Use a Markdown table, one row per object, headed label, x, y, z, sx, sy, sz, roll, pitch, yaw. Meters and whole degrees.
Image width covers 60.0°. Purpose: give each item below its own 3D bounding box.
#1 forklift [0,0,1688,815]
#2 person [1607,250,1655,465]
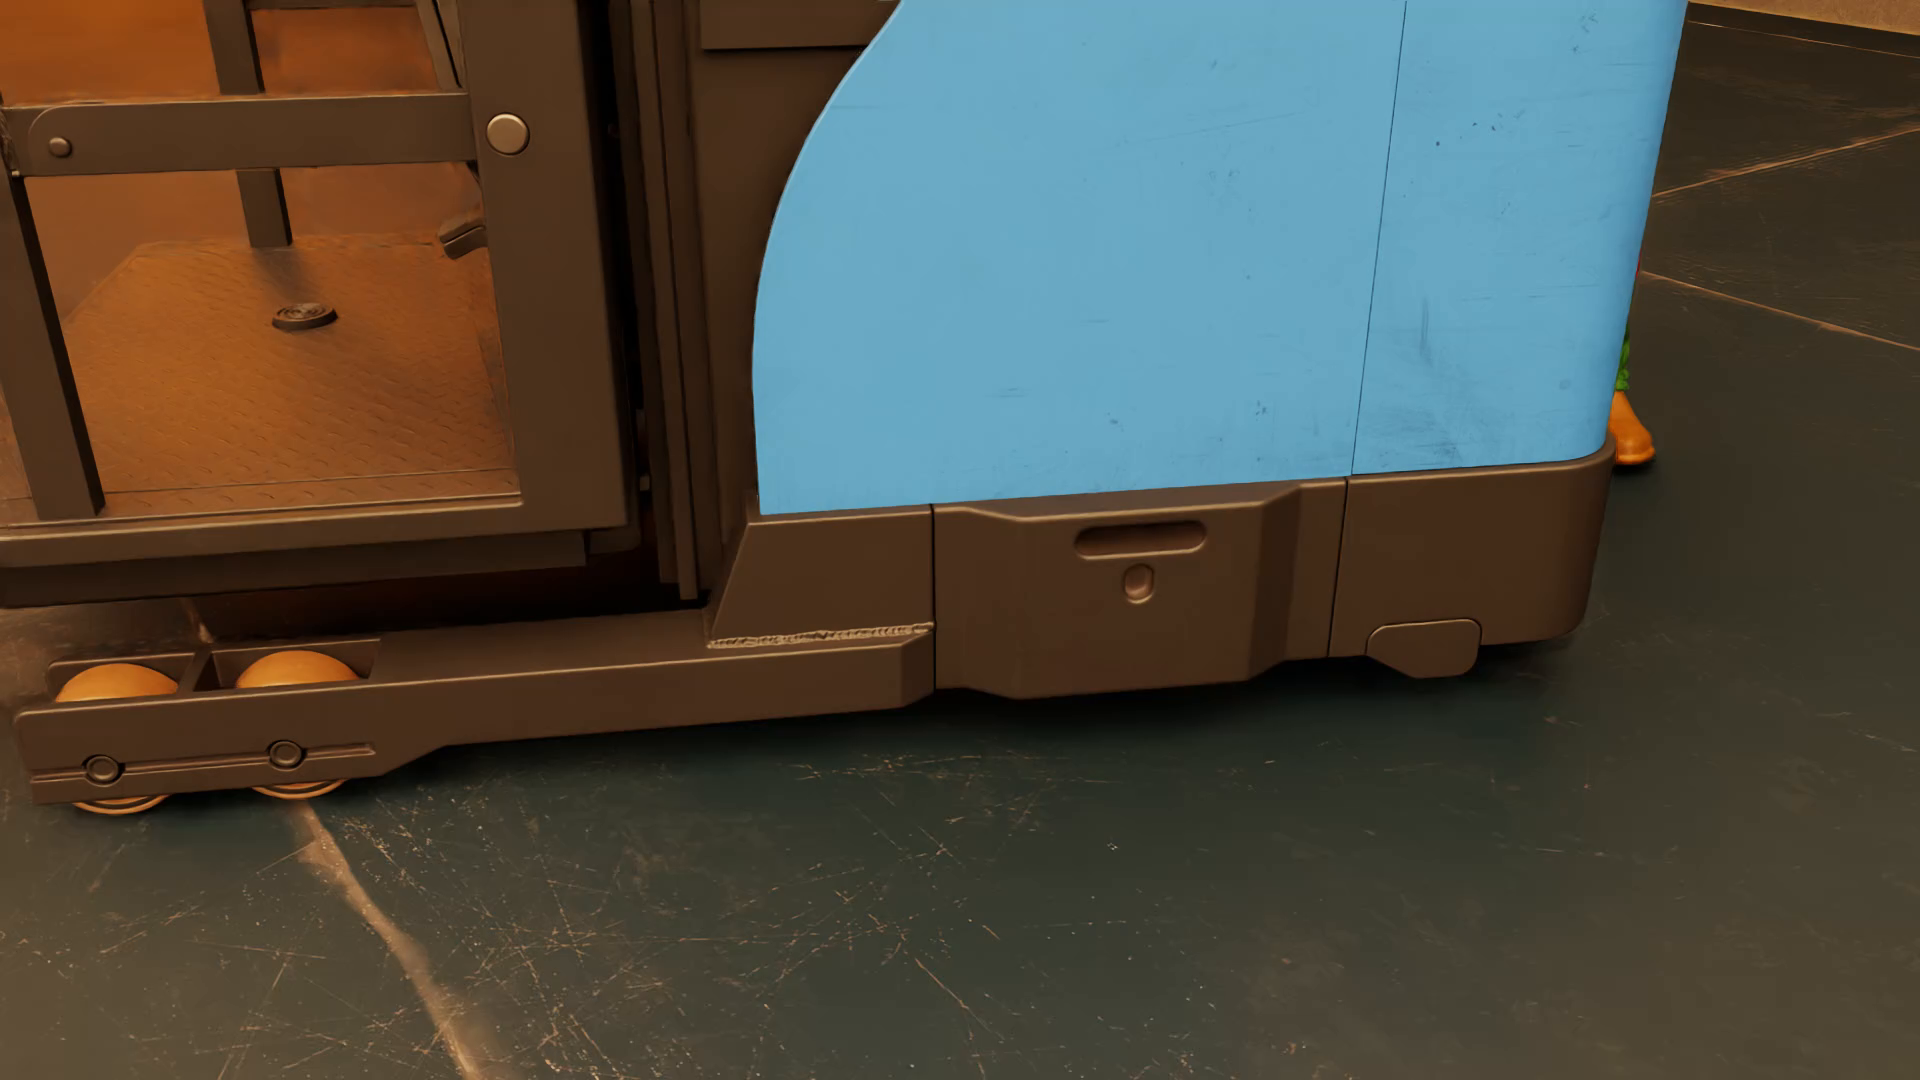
| label | x | y | z | sx | sy | sz | roll | pitch | yaw |
| --- | --- | --- | --- | --- | --- | --- | --- | --- | --- |
| forklift | -0.750 | -1.254 | 1.731 | 3.031 | 2.935 | 1.130 | -4 | 27 | -8 |
| person | 0.825 | -1.026 | 2.588 | 0.805 | 1.757 | 0.413 | 11 | 29 | 22 |
